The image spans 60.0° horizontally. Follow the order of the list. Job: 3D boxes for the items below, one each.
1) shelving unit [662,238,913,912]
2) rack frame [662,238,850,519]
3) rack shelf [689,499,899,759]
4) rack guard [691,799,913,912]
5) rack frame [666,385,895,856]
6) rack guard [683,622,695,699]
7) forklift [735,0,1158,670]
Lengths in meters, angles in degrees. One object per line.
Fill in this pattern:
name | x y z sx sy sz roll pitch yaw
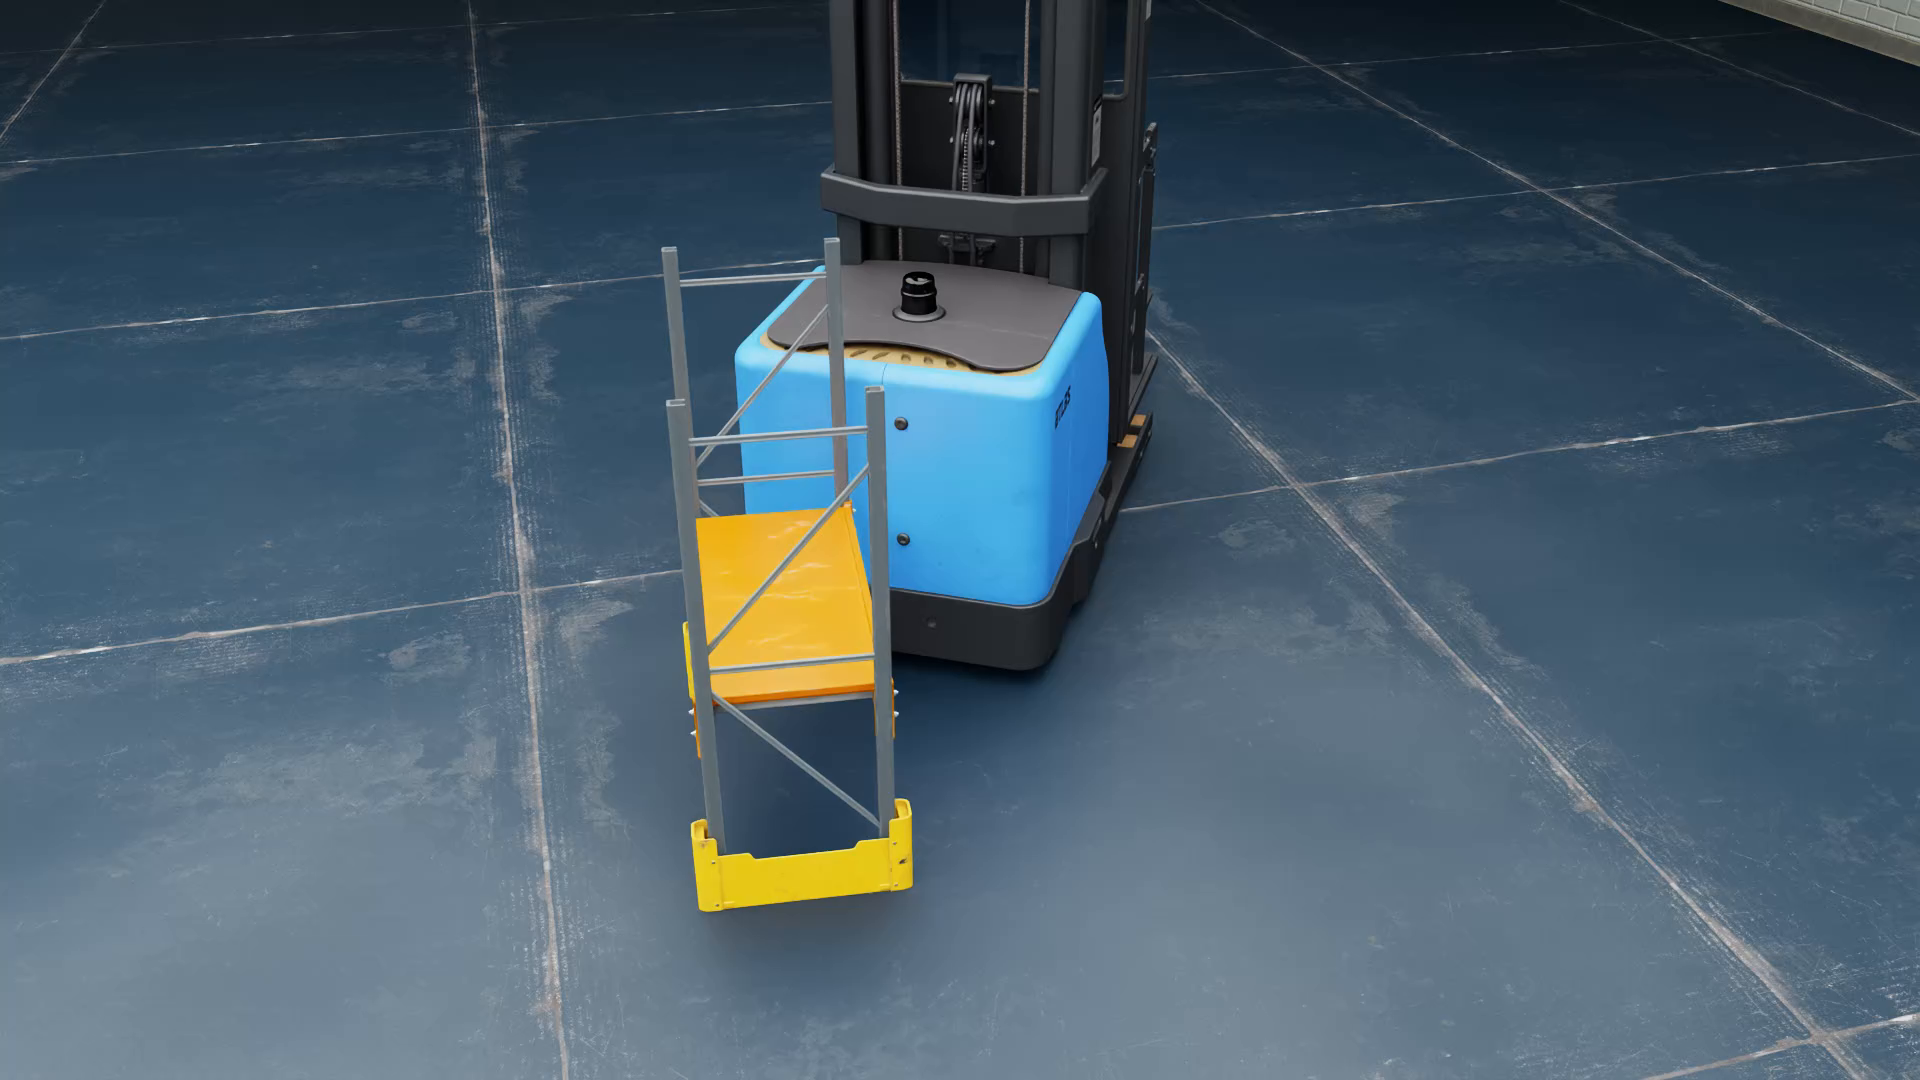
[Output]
shelving unit | -0.505 0.070 4.633 0.587 1.500 1.083 -5 30 -8
rack frame | -0.590 -0.186 5.074 0.500 1.500 0.032 -5 30 -8
rack shelf | -0.507 0.221 4.730 0.538 0.185 1.000 -5 30 -8
rack guard | -0.424 0.857 4.520 0.587 0.250 0.087 -5 30 -8
rack frame | -0.424 0.316 4.206 0.500 1.500 0.032 -5 30 -8
rack guard | -0.587 0.364 5.371 0.587 0.250 0.087 -5 30 -8
forklift | 0.169 -1.573 6.041 1.130 2.935 3.031 8 31 13
